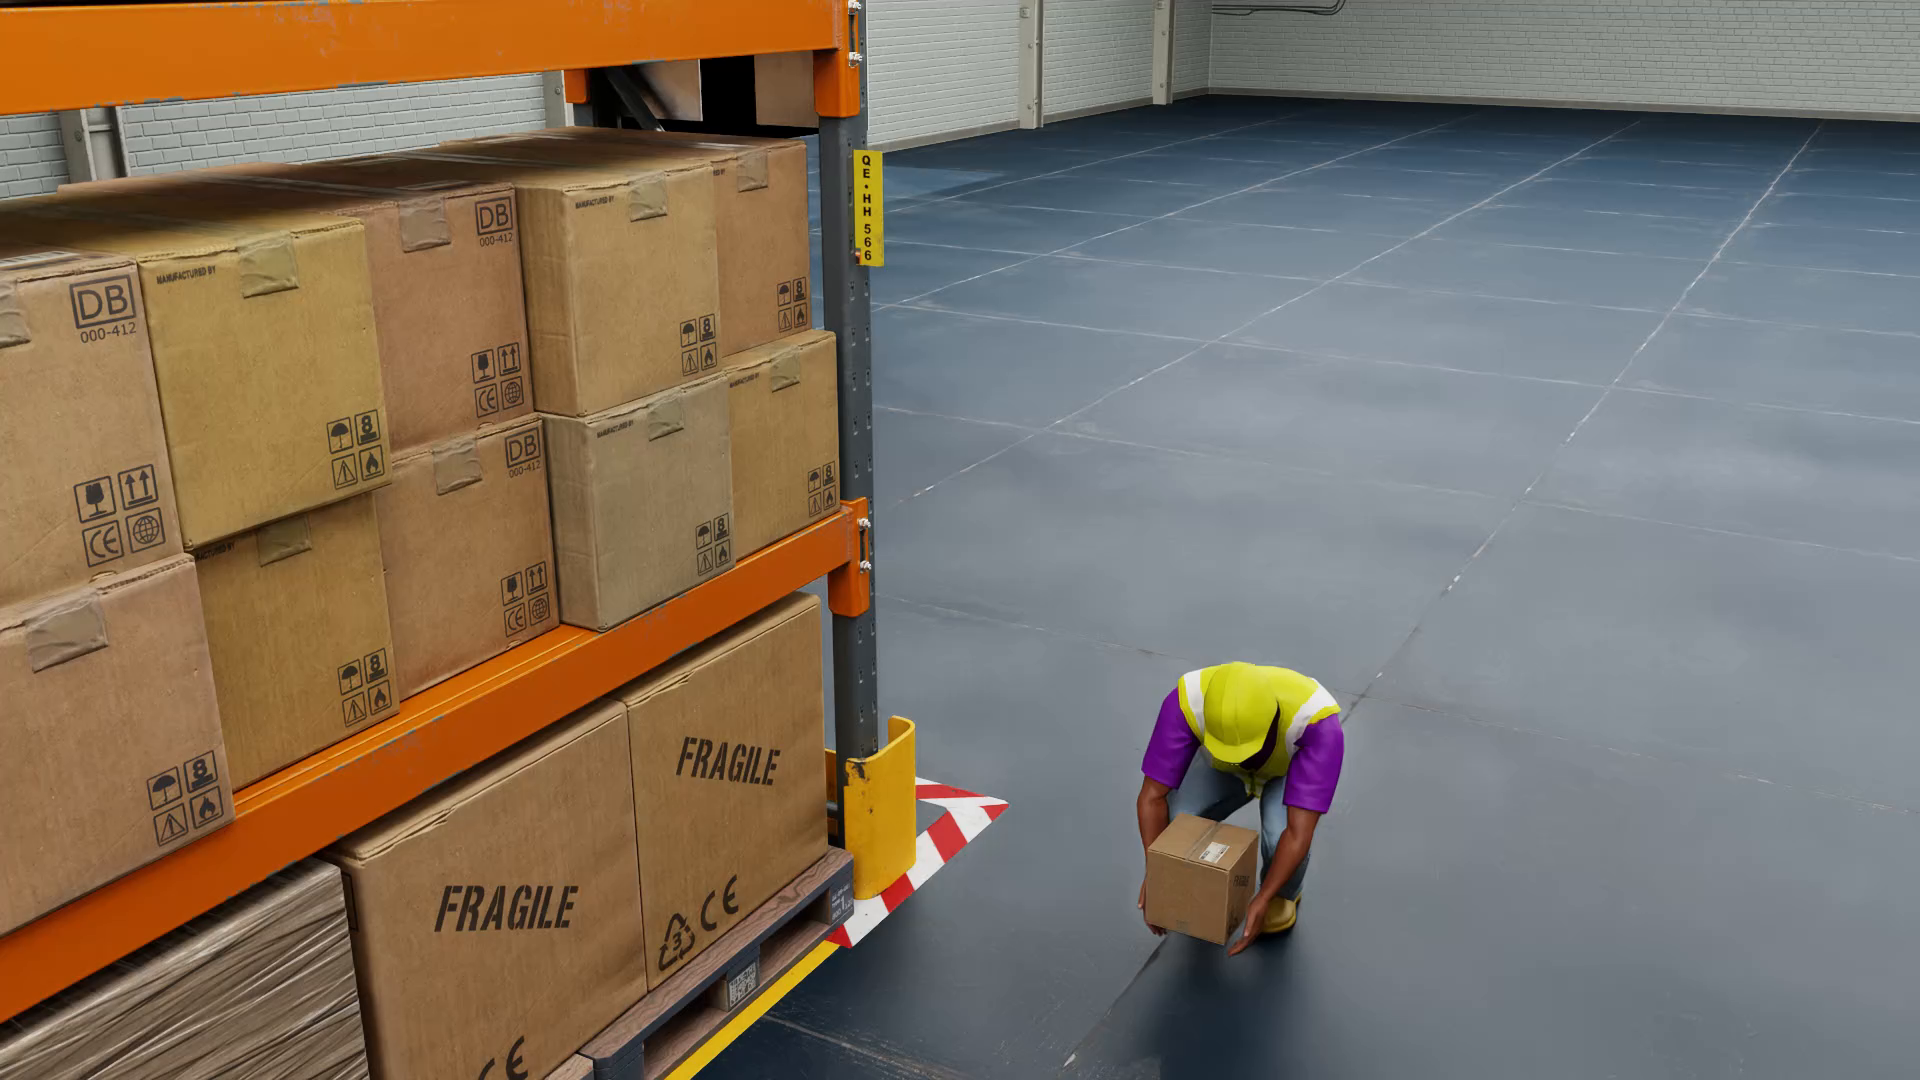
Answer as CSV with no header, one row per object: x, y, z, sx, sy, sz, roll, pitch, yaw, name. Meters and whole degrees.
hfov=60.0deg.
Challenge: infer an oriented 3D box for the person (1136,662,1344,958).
0.891,0.739,5.099,0.587,0.996,0.888,11,22,28,person
